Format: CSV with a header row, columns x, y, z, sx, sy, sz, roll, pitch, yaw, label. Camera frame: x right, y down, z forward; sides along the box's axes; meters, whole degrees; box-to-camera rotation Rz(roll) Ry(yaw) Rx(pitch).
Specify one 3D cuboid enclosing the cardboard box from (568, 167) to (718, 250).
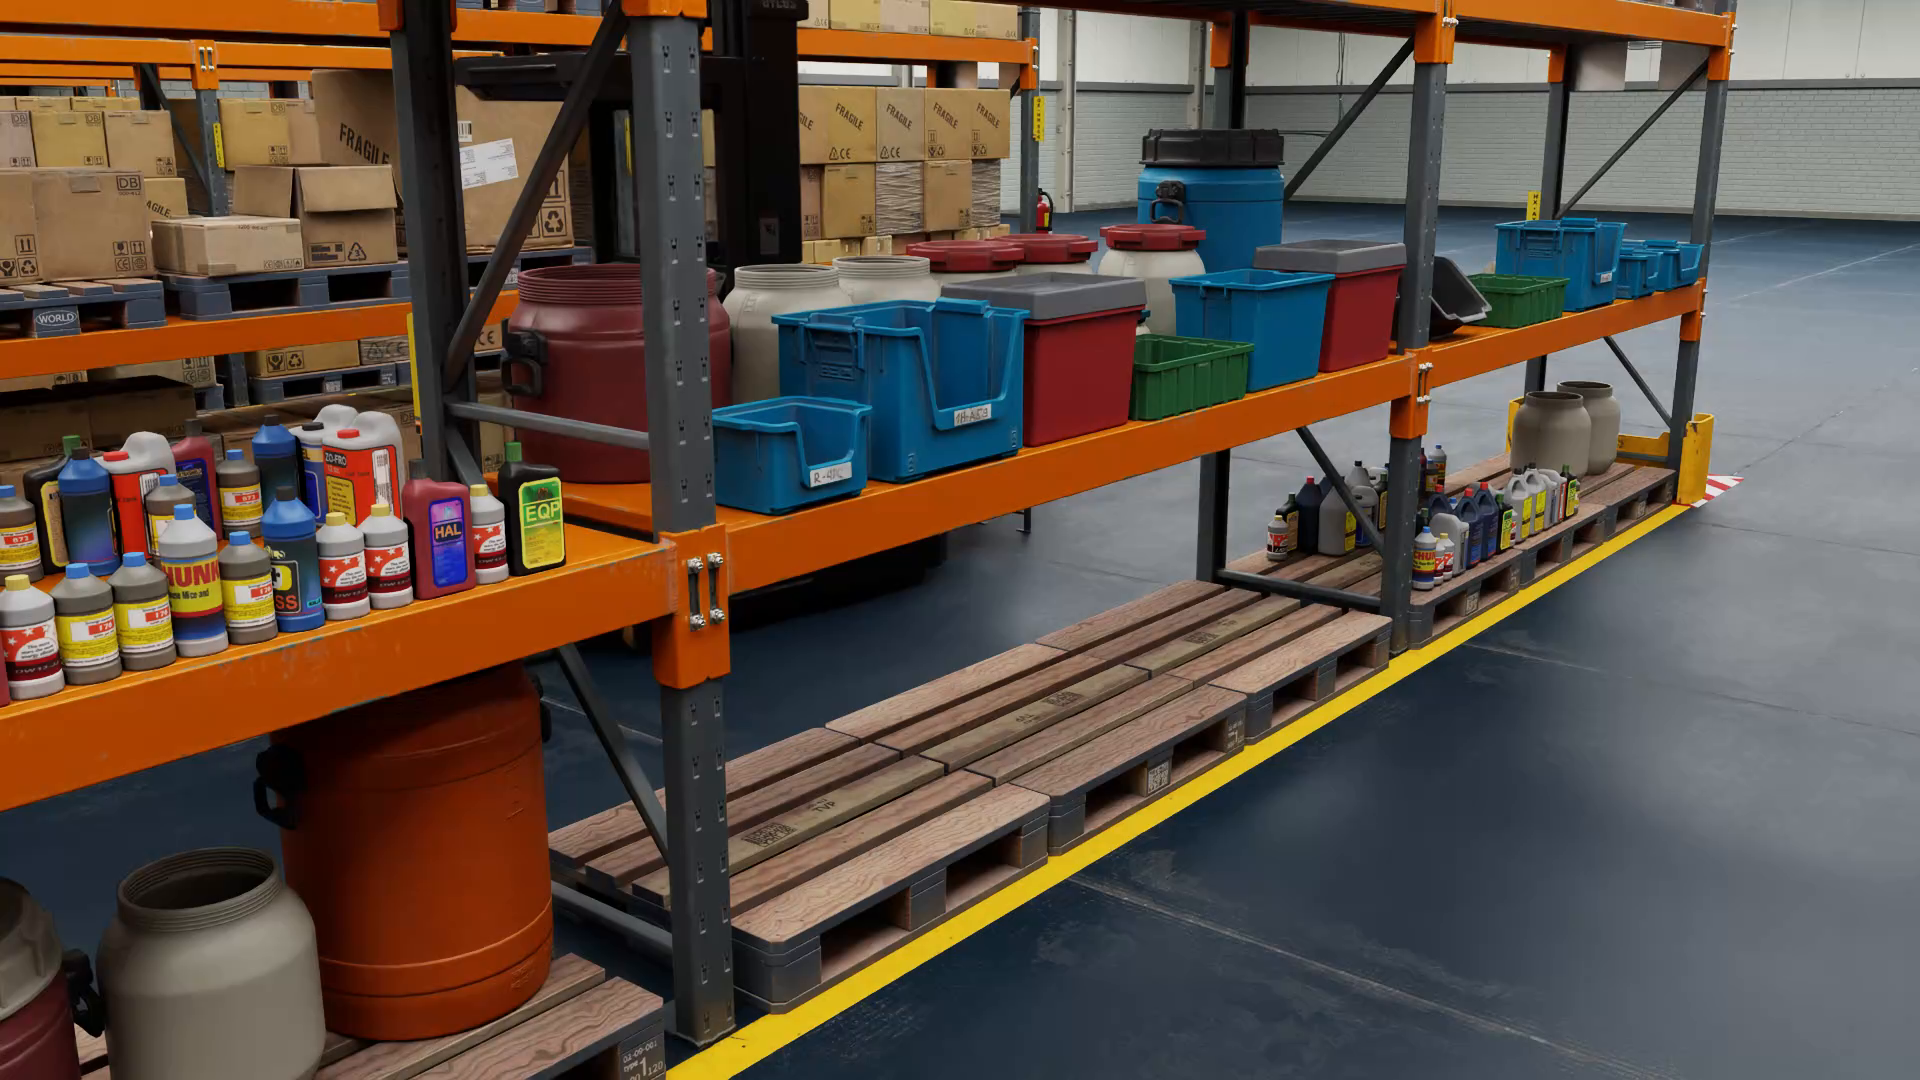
x,y,z,sx,sy,sz,roll,pitch,yaw,label
-2.002,-2.076,10.394,0.875,0.500,0.500,11,18,38,cardboard box

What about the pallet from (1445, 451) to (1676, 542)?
x,y,z,sx,sy,sz,roll,pitch,yaw,label
3.507,-0.278,9.788,1.003,0.211,1.213,11,18,38,pallet

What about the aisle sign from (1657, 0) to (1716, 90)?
x,y,z,sx,sy,sz,roll,pitch,yaw,label
4.310,-3.034,9.693,0.394,0.787,0.004,11,18,38,aisle sign

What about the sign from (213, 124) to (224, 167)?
x,y,z,sx,sy,sz,roll,pitch,yaw,label
-5.699,-3.034,12.783,0.100,0.325,0.005,11,18,38,sign

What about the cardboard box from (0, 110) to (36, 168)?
x,y,z,sx,sy,sz,roll,pitch,yaw,label
-7.075,-2.835,11.956,0.700,0.500,0.500,11,18,38,cardboard box

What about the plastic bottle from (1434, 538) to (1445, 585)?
x,y,z,sx,sy,sz,roll,pitch,yaw,label
2.124,0.091,7.464,0.097,0.201,0.097,0,14,0,plastic bottle

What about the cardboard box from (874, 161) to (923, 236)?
x,y,z,sx,sy,sz,roll,pitch,yaw,label
-0.755,-2.461,11.909,0.875,0.500,0.500,11,18,38,cardboard box

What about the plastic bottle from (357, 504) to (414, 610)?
x,y,z,sx,sy,sz,roll,pitch,yaw,label
-1.149,0.029,3.319,0.097,0.201,0.097,0,14,0,plastic bottle

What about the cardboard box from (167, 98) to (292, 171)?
x,y,z,sx,sy,sz,roll,pitch,yaw,label
-5.869,-3.255,13.345,0.875,0.550,0.550,11,18,38,cardboard box

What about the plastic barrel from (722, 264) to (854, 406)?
x,y,z,sx,sy,sz,roll,pitch,yaw,label
-0.514,-0.558,5.001,0.421,0.512,0.421,0,14,0,plastic barrel

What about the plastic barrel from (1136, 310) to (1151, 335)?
x,y,z,sx,sy,sz,roll,pitch,yaw,label
0.568,-0.743,6.237,0.301,0.262,0.301,0,14,0,plastic barrel

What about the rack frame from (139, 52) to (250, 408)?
x,y,z,sx,sy,sz,roll,pitch,yaw,label
-6.127,-2.593,13.239,1.000,3.000,0.127,11,18,38,rack frame

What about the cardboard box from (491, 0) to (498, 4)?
x,y,z,sx,sy,sz,roll,pitch,yaw,label
-4.335,-4.808,14.509,0.500,0.250,0.500,11,18,37,cardboard box

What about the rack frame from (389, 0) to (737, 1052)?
x,y,z,sx,sy,sz,roll,pitch,yaw,label
-0.995,-0.274,4.109,1.000,3.000,0.127,11,18,38,rack frame

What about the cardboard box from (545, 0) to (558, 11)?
x,y,z,sx,sy,sz,roll,pitch,yaw,label
-2.250,-3.315,10.293,0.500,0.250,0.500,12,19,40,cardboard box

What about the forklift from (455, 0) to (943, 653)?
x,y,z,sx,sy,sz,roll,pitch,yaw,label
-1.507,-1.074,7.398,3.031,2.935,1.130,-13,19,-41,forklift

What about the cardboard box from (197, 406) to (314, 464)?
x,y,z,sx,sy,sz,roll,pitch,yaw,label
-3.752,-0.391,8.754,0.700,0.500,0.500,13,19,42,cardboard box

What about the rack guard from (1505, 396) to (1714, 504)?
x,y,z,sx,sy,sz,roll,pitch,yaw,label
4.022,-0.573,10.361,1.175,0.500,0.348,11,18,38,rack guard

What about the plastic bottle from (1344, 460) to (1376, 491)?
x,y,z,sx,sy,sz,roll,pitch,yaw,label
2.024,-0.236,8.445,0.144,0.351,0.185,11,18,37,plastic bottle

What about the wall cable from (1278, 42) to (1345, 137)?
x,y,z,sx,sy,sz,roll,pitch,yaw,label
9.207,-12.387,45.913,3.097,2.526,0.112,11,18,38,wall cable

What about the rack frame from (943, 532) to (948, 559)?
x,y,z,sx,sy,sz,roll,pitch,yaw,label
-0.226,-0.658,8.667,0.400,1.500,0.023,11,18,38,rack frame

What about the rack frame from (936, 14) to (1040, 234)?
x,y,z,sx,sy,sz,roll,pitch,yaw,label
0.181,-2.572,13.157,1.000,3.000,0.127,11,18,38,rack frame

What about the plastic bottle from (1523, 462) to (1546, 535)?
x,y,z,sx,sy,sz,roll,pitch,yaw,label
2.852,-0.213,8.355,0.144,0.351,0.185,12,19,40,plastic bottle

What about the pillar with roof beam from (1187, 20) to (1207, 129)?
x,y,z,sx,sy,sz,roll,pitch,yaw,label
9.675,-12.866,41.493,9.100,9.000,0.400,11,18,38,pillar with roof beam

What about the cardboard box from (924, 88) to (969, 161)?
x,y,z,sx,sy,sz,roll,pitch,yaw,label
-0.282,-3.009,12.039,0.500,0.500,0.500,11,18,38,cardboard box

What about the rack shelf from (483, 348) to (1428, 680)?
x,y,z,sx,sy,sz,roll,pitch,yaw,label
0.262,-0.308,5.705,1.077,0.370,4.000,11,18,38,rack shelf

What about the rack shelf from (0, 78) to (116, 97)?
x,y,z,sx,sy,sz,roll,pitch,yaw,label
-12.647,-5.596,20.426,1.077,0.370,4.000,11,18,38,rack shelf

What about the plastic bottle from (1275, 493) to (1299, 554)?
x,y,z,sx,sy,sz,roll,pitch,yaw,label
1.565,-0.080,7.968,0.061,0.283,0.133,12,19,40,plastic bottle

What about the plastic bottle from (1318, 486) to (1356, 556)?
x,y,z,sx,sy,sz,roll,pitch,yaw,label
1.812,-0.115,7.969,0.144,0.351,0.185,11,18,38,plastic bottle

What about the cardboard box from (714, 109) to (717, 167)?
x,y,z,sx,sy,sz,roll,pitch,yaw,label
-1.539,-2.626,10.532,0.500,0.500,0.500,11,18,38,cardboard box

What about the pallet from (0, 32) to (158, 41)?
x,y,z,sx,sy,sz,roll,pitch,yaw,label
-6.665,-3.771,12.172,0.805,0.209,1.217,10,18,35,pallet

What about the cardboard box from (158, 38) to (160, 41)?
x,y,z,sx,sy,sz,roll,pitch,yaw,label
-8.594,-5.198,17.102,0.500,0.250,0.500,11,18,38,cardboard box

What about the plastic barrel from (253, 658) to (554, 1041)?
x,y,z,sx,sy,sz,roll,pitch,yaw,label
-1.289,0.671,3.945,0.600,0.830,0.708,11,18,38,plastic barrel

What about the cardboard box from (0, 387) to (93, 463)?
x,y,z,sx,sy,sz,roll,pitch,yaw,label
-4.449,-0.538,7.811,0.500,0.250,0.500,12,19,40,cardboard box

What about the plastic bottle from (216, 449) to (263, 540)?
x,y,z,sx,sy,sz,roll,pitch,yaw,label
-1.673,-0.108,3.860,0.097,0.201,0.097,0,14,0,plastic bottle

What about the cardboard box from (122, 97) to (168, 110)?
x,y,z,sx,sy,sz,roll,pitch,yaw,label
-8.664,-4.368,17.388,0.700,0.500,0.500,11,18,37,cardboard box

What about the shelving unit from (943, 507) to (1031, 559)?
x,y,z,sx,sy,sz,roll,pitch,yaw,label
0.004,-0.728,8.943,0.431,1.500,0.755,11,18,38,shelving unit

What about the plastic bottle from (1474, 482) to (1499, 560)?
x,y,z,sx,sy,sz,roll,pitch,yaw,label
2.468,-0.096,7.894,0.144,0.351,0.185,10,18,35,plastic bottle

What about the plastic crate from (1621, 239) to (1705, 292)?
x,y,z,sx,sy,sz,roll,pitch,yaw,label
3.952,-1.592,9.598,0.499,0.251,0.616,11,18,38,plastic crate

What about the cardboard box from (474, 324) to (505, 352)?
x,y,z,sx,sy,sz,roll,pitch,yaw,label
-4.540,-2.224,15.248,0.875,0.875,0.875,11,18,37,cardboard box

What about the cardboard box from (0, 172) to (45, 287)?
x,y,z,sx,sy,sz,roll,pitch,yaw,label
-4.539,-1.402,7.493,0.500,0.500,0.500,9,17,31,cardboard box

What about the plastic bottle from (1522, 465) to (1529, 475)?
x,y,z,sx,sy,sz,roll,pitch,yaw,label
2.957,-0.255,8.659,0.061,0.283,0.133,11,18,38,plastic bottle

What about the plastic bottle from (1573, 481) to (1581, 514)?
x,y,z,sx,sy,sz,roll,pitch,yaw,label
3.220,-0.243,8.778,0.097,0.201,0.097,0,14,0,plastic bottle

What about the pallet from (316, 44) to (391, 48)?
x,y,z,sx,sy,sz,roll,pitch,yaw,label
-4.838,-4.392,14.407,1.003,0.211,1.213,11,18,38,pallet

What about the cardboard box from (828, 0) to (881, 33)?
x,y,z,sx,sy,sz,roll,pitch,yaw,label
-0.877,-3.532,11.146,0.500,0.250,0.500,11,18,37,cardboard box

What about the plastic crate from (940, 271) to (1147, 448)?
x,y,z,sx,sy,sz,roll,pitch,yaw,label
0.259,-0.567,5.133,0.402,0.464,0.583,11,18,38,plastic crate

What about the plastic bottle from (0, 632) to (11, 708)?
x,y,z,sx,sy,sz,roll,pitch,yaw,label
-1.635,0.145,2.697,0.061,0.283,0.133,11,18,38,plastic bottle

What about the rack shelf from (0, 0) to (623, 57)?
x,y,z,sx,sy,sz,roll,pitch,yaw,label
-3.590,-2.528,8.353,1.077,0.370,4.000,11,18,38,rack shelf

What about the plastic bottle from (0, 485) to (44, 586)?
x,y,z,sx,sy,sz,roll,pitch,yaw,label
-1.987,-0.013,3.484,0.097,0.201,0.097,0,14,0,plastic bottle

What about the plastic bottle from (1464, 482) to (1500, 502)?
x,y,z,sx,sy,sz,roll,pitch,yaw,label
2.604,-0.159,8.295,0.152,0.276,0.135,11,18,38,plastic bottle

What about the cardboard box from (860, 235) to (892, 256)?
x,y,z,sx,sy,sz,roll,pitch,yaw,label
-0.699,-2.061,11.652,0.380,0.149,0.250,11,18,38,cardboard box

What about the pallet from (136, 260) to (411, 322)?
x,y,z,sx,sy,sz,roll,pitch,yaw,label
-3.635,-1.333,8.667,1.003,0.211,1.213,11,18,38,pallet

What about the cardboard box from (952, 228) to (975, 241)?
x,y,z,sx,sy,sz,roll,pitch,yaw,label
-0.112,-2.260,12.439,0.380,0.149,0.250,11,18,38,cardboard box

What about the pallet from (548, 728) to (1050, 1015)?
x,y,z,sx,sy,sz,roll,pitch,yaw,label
-0.478,0.935,5.012,1.003,0.211,1.213,11,18,38,pallet

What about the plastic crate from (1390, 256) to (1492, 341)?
x,y,z,sx,sy,sz,roll,pitch,yaw,label
1.947,-1.090,7.449,0.767,0.338,0.504,11,18,38,plastic crate

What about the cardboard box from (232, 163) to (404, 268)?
x,y,z,sx,sy,sz,roll,pitch,yaw,label
-3.351,-1.714,8.714,0.797,0.503,0.637,14,20,43,cardboard box

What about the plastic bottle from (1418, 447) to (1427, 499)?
x,y,z,sx,sy,sz,roll,pitch,yaw,label
2.495,-0.363,9.083,0.061,0.283,0.133,12,18,38,plastic bottle
